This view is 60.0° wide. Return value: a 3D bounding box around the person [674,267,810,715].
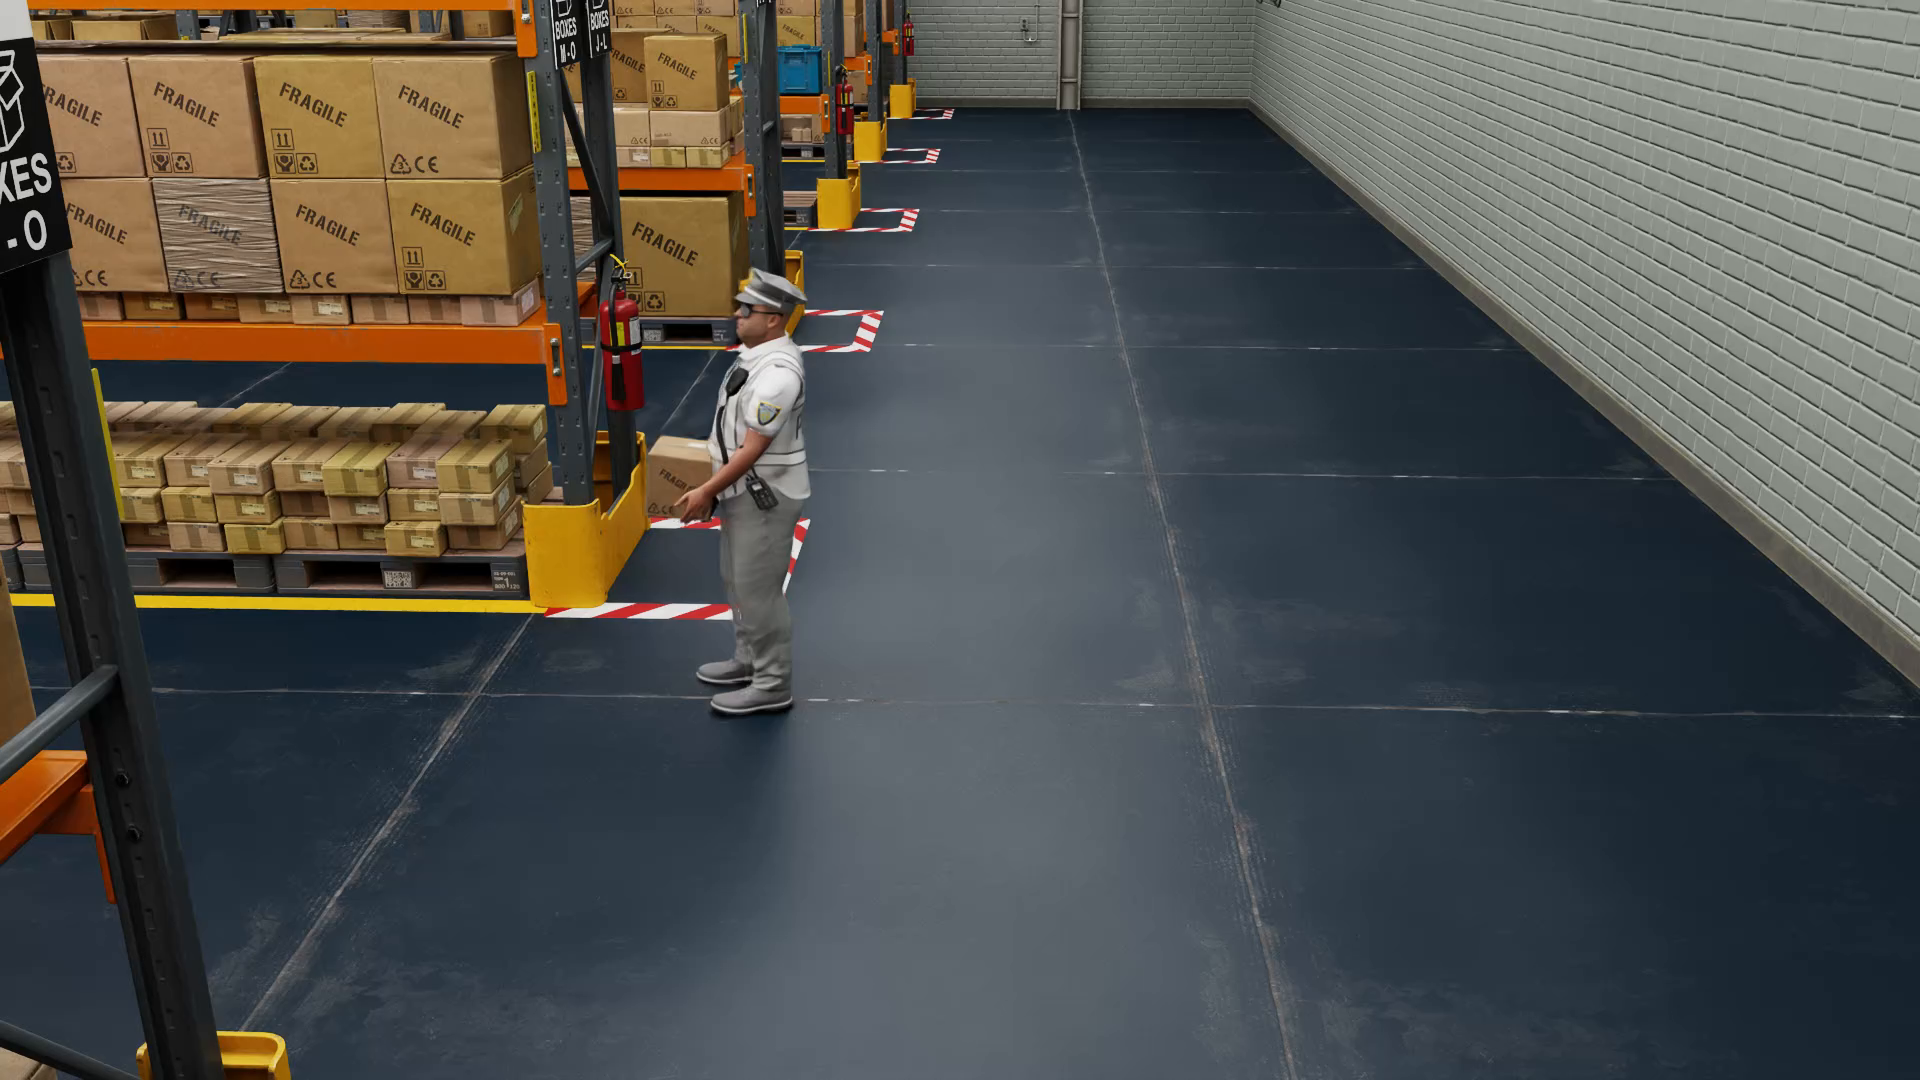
[{"bbox_3d":[-0.856,-0.187,6.520,0.546,1.780,0.548,-5,21,-13],"label":"person"}]
